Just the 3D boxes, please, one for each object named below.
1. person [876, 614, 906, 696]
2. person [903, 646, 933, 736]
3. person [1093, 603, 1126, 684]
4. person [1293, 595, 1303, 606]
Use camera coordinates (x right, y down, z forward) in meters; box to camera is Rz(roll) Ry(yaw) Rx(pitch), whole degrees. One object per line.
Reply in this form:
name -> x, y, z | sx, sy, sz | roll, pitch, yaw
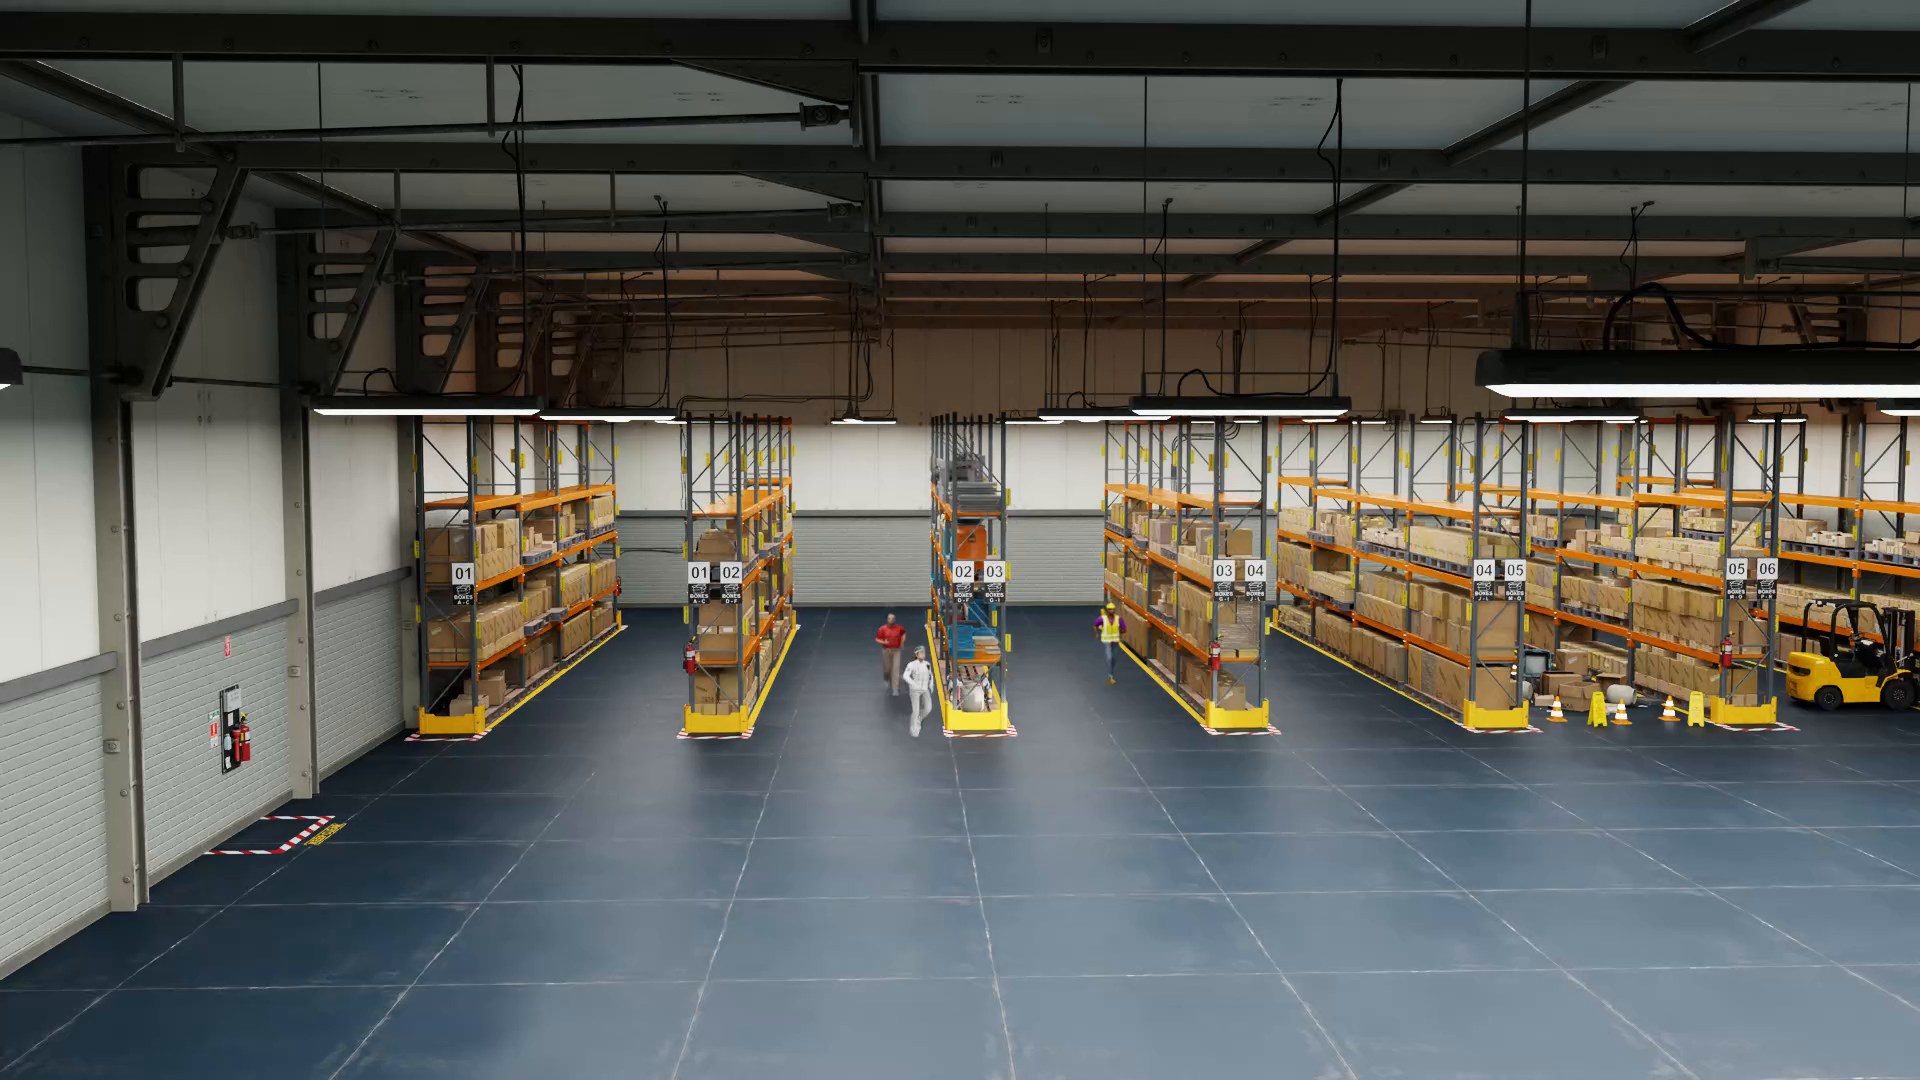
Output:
person -> -1.460, 2.423, 35.437 | 0.665, 1.688, 1.010 | -1, 4, -8
person -> -0.723, 2.798, 30.843 | 0.644, 1.672, 0.489 | -2, 4, -26
person -> 3.369, 2.284, 37.147 | 0.700, 1.754, 0.989 | -1, 4, -11
person -> 10.017, 1.563, 49.082 | 0.555, 1.635, 0.741 | 3, 5, 36
